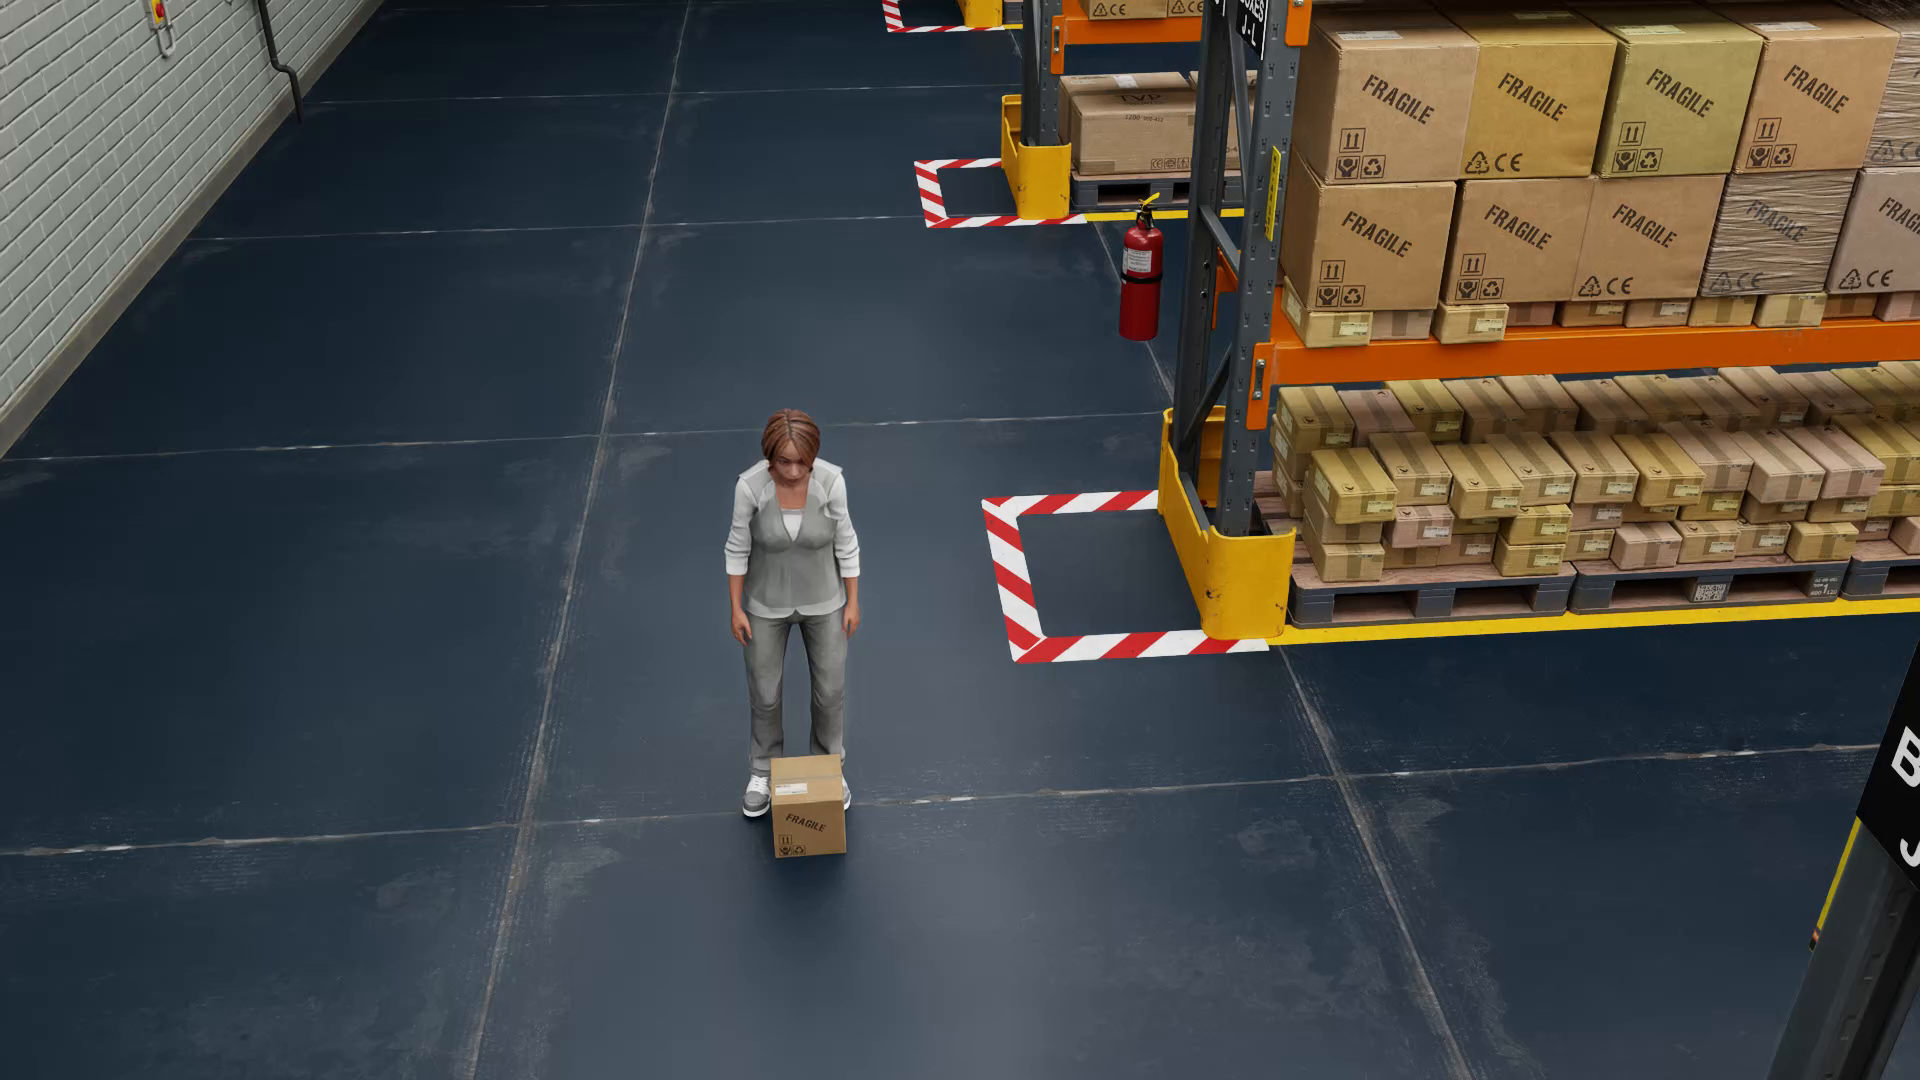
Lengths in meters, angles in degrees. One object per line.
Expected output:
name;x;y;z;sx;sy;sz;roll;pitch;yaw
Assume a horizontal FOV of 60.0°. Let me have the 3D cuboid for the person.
person;-0.572;0.243;5.751;0.469;1.590;0.348;-4;32;-7
